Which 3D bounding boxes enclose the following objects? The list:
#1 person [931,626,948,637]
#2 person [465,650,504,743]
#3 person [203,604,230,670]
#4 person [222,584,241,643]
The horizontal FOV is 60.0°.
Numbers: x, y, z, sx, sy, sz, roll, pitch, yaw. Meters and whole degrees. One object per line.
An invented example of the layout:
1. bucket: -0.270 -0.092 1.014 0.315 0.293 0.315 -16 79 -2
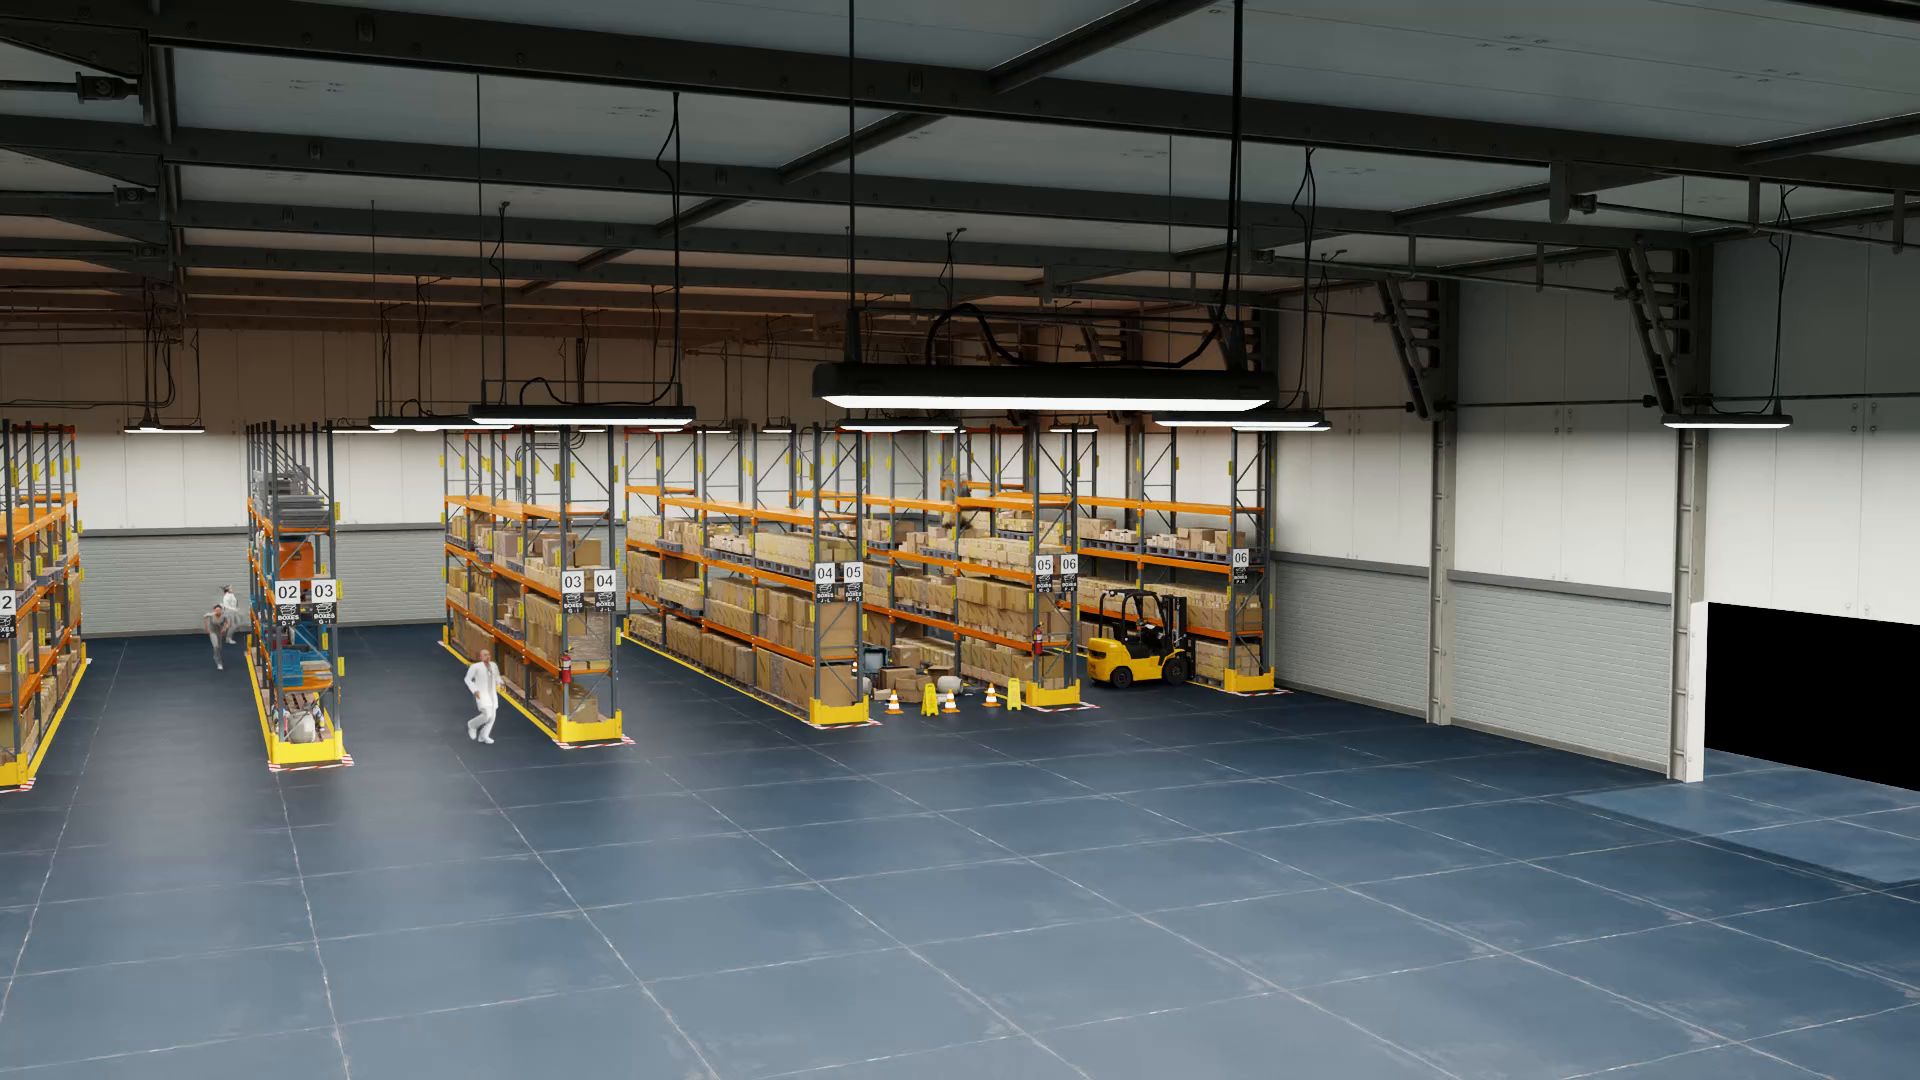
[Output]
1. person: -0.564 1.968 47.357 0.583 1.633 0.602 3 5 40
2. person: -8.847 2.914 31.061 0.671 1.748 0.699 3 4 37
3. person: -18.398 2.374 41.172 0.603 1.625 1.003 -2 4 -26
4. person: -20.182 2.028 46.036 0.535 1.658 0.612 0 4 -4
